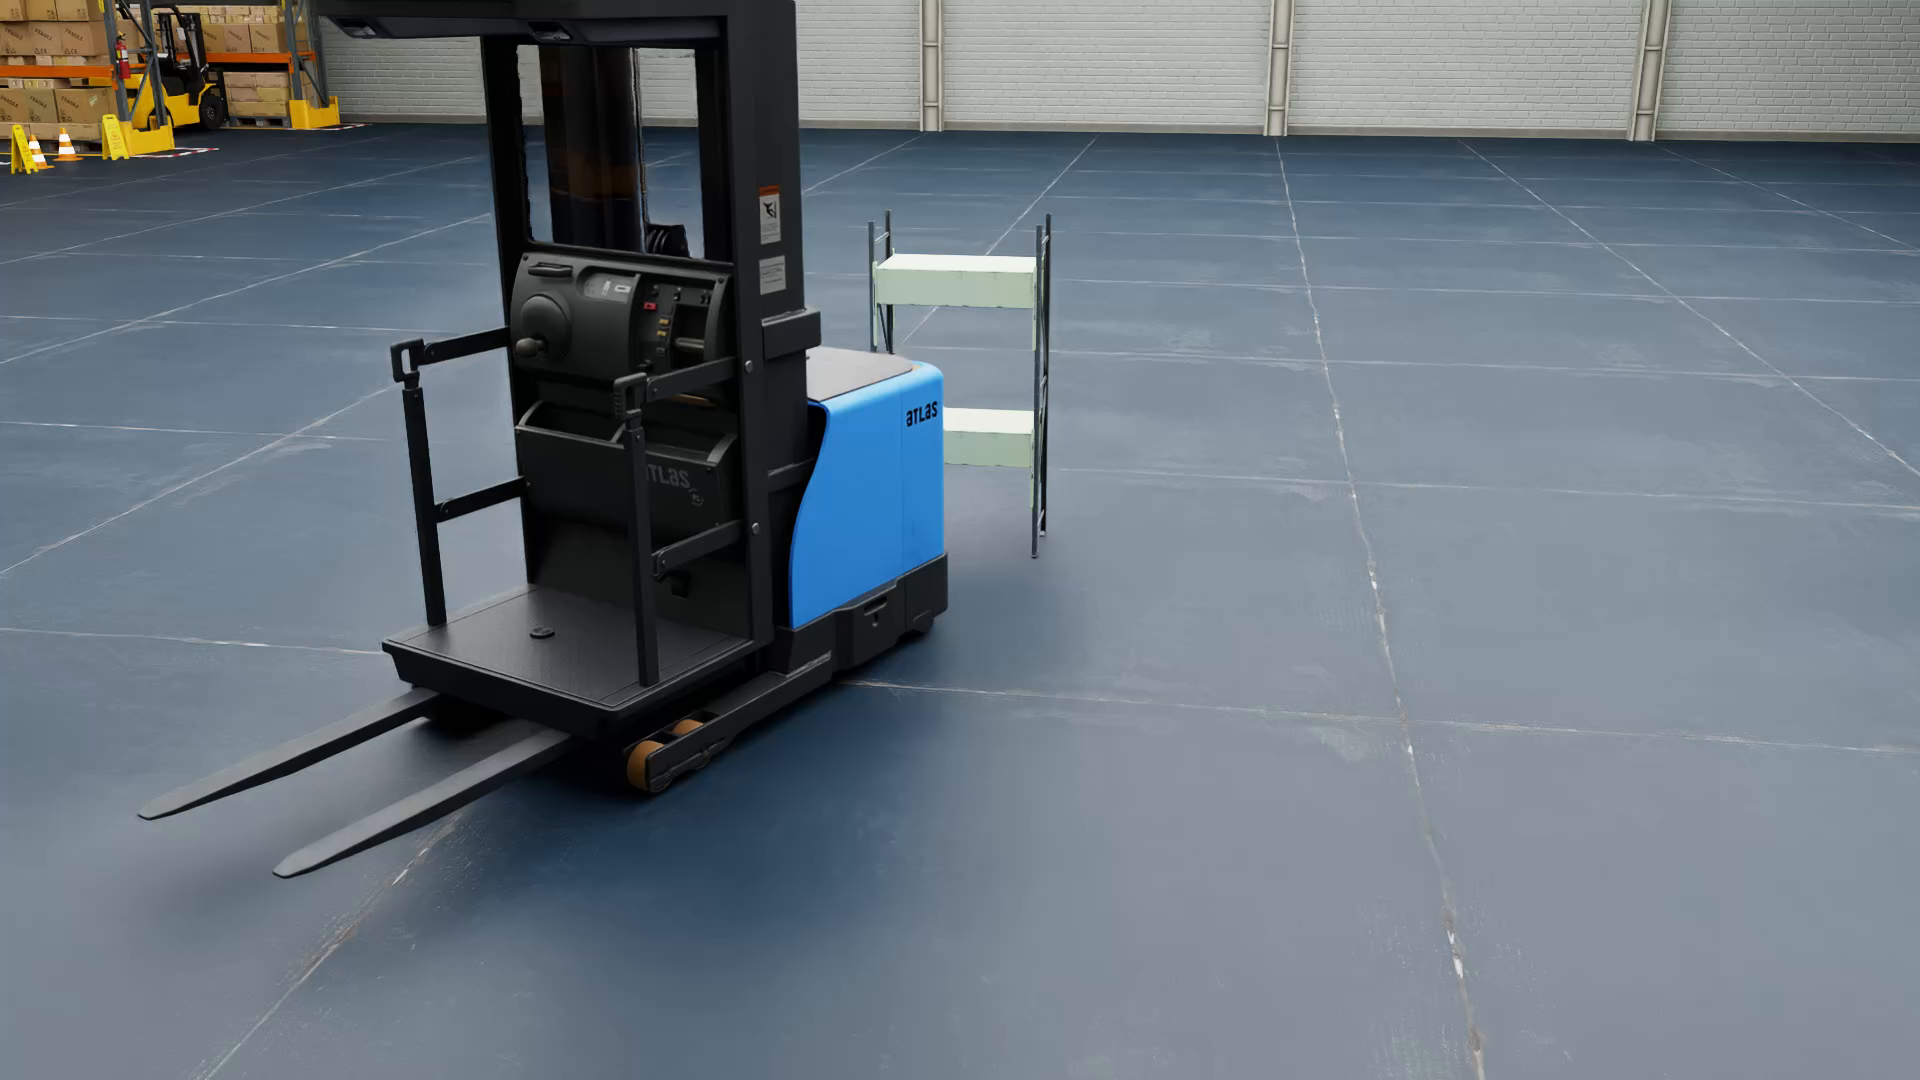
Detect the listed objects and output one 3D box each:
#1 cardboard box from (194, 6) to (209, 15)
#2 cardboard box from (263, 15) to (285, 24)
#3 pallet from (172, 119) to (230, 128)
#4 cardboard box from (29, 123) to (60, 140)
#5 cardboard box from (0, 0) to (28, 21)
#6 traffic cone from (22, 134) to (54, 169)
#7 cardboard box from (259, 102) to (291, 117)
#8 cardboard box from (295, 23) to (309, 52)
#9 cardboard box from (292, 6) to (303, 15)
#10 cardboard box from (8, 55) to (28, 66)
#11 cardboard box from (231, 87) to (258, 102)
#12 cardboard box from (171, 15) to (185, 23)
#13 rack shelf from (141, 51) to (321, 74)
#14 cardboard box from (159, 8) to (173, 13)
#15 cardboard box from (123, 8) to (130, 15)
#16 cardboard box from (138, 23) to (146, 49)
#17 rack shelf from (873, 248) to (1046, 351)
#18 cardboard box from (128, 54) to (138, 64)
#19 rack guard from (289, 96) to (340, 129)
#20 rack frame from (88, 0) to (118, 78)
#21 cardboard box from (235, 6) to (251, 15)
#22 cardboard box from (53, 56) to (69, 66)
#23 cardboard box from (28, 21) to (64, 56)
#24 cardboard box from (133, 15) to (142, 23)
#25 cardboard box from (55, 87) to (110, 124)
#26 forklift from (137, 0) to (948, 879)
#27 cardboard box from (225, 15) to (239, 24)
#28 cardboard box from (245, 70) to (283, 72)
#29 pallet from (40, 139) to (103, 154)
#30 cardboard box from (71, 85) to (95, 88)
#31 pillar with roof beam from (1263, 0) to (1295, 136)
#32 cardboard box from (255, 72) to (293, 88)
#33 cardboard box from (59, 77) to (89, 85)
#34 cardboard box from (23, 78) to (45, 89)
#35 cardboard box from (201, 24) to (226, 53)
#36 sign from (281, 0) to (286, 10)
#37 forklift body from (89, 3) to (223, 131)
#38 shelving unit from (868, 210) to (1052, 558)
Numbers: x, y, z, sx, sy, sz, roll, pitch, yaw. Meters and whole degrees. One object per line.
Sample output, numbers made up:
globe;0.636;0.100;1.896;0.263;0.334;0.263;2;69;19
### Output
cardboard box;-13.460;-9.473;29.739;0.250;0.149;0.380;3;19;10
cardboard box;-12.184;-9.277;29.621;0.250;0.149;0.380;3;19;9
pallet;-13.760;-7.757;30.654;1.213;0.211;1.003;3;19;9
cardboard box;-13.932;-6.317;25.627;0.500;0.250;0.500;3;19;9
cardboard box;-14.138;-8.078;25.017;0.500;0.500;0.700;3;19;8
traffic cone;-13.050;-5.486;23.471;0.334;0.463;0.336;3;19;9
cardboard box;-12.311;-7.812;30.095;0.500;0.250;0.500;3;19;9
cardboard box;-12.242;-9.151;30.269;0.500;0.500;0.500;4;19;10
cardboard box;-12.095;-9.572;30.035;0.250;0.149;0.380;3;19;8
cardboard box;-14.258;-7.312;25.325;0.250;0.149;0.380;3;19;8
cardboard box;-12.821;-8.080;30.107;0.500;0.250;0.500;3;19;8
cardboard box;-13.950;-9.366;29.888;0.250;0.149;0.380;3;19;8
rack shelf;-13.772;-8.752;30.365;4.000;0.370;1.077;3;19;9
cardboard box;-14.194;-9.541;29.941;0.250;0.149;0.380;3;19;8
cardboard box;-14.953;-9.586;30.076;0.250;0.149;0.380;3;19;8
cardboard box;-14.833;-9.116;30.162;0.500;0.500;0.500;3;19;10
rack shelf;0.007;-1.081;7.440;0.720;0.370;0.431;3;19;9
cardboard box;-12.883;-7.400;25.587;0.250;0.149;0.380;3;19;9
rack guard;-11.773;-7.806;30.343;0.348;0.500;1.175;3;19;9
rack frame;-15.746;-9.193;30.552;0.127;3.000;1.000;3;19;9
cardboard box;-12.695;-9.448;29.663;0.250;0.149;0.380;3;19;10
cardboard box;-13.501;-7.267;25.191;0.250;0.149;0.380;3;19;8
cardboard box;-13.654;-7.593;25.143;0.500;0.500;0.500;3;19;9
cardboard box;-14.724;-9.397;29.982;0.250;0.149;0.380;3;19;10
cardboard box;-13.413;-6.646;25.429;0.500;0.500;0.500;3;19;9
forklift;-1.264;-0.744;5.406;1.130;2.935;3.031;11;22;31
cardboard box;-12.930;-9.329;29.776;0.250;0.149;0.380;3;19;8
cardboard box;-12.735;-8.469;30.483;0.500;0.250;0.500;3;19;9
pallet;-13.452;-6.170;25.911;1.213;0.211;1.003;3;19;9
cardboard box;-13.874;-6.841;26.011;0.500;0.500;0.500;2;19;7
pillar with roof beam;4.748;-9.900;23.209;0.400;9.000;9.100;3;19;9
cardboard box;-12.301;-8.287;29.939;0.500;0.250;0.500;4;19;10
cardboard box;-16.263;-8.289;30.930;0.625;0.625;0.875;4;19;11
cardboard box;-14.034;-6.965;25.360;0.250;0.149;0.380;3;19;10
cardboard box;-13.341;-9.037;29.926;0.500;0.500;0.500;3;19;8
sign;-11.897;-9.484;29.223;0.005;0.325;0.100;3;19;9
forklift body;-13.959;-8.114;28.662;1.214;2.155;2.313;3;19;9
shelving unit;0.007;-0.711;7.564;0.755;1.500;0.431;3;19;9
